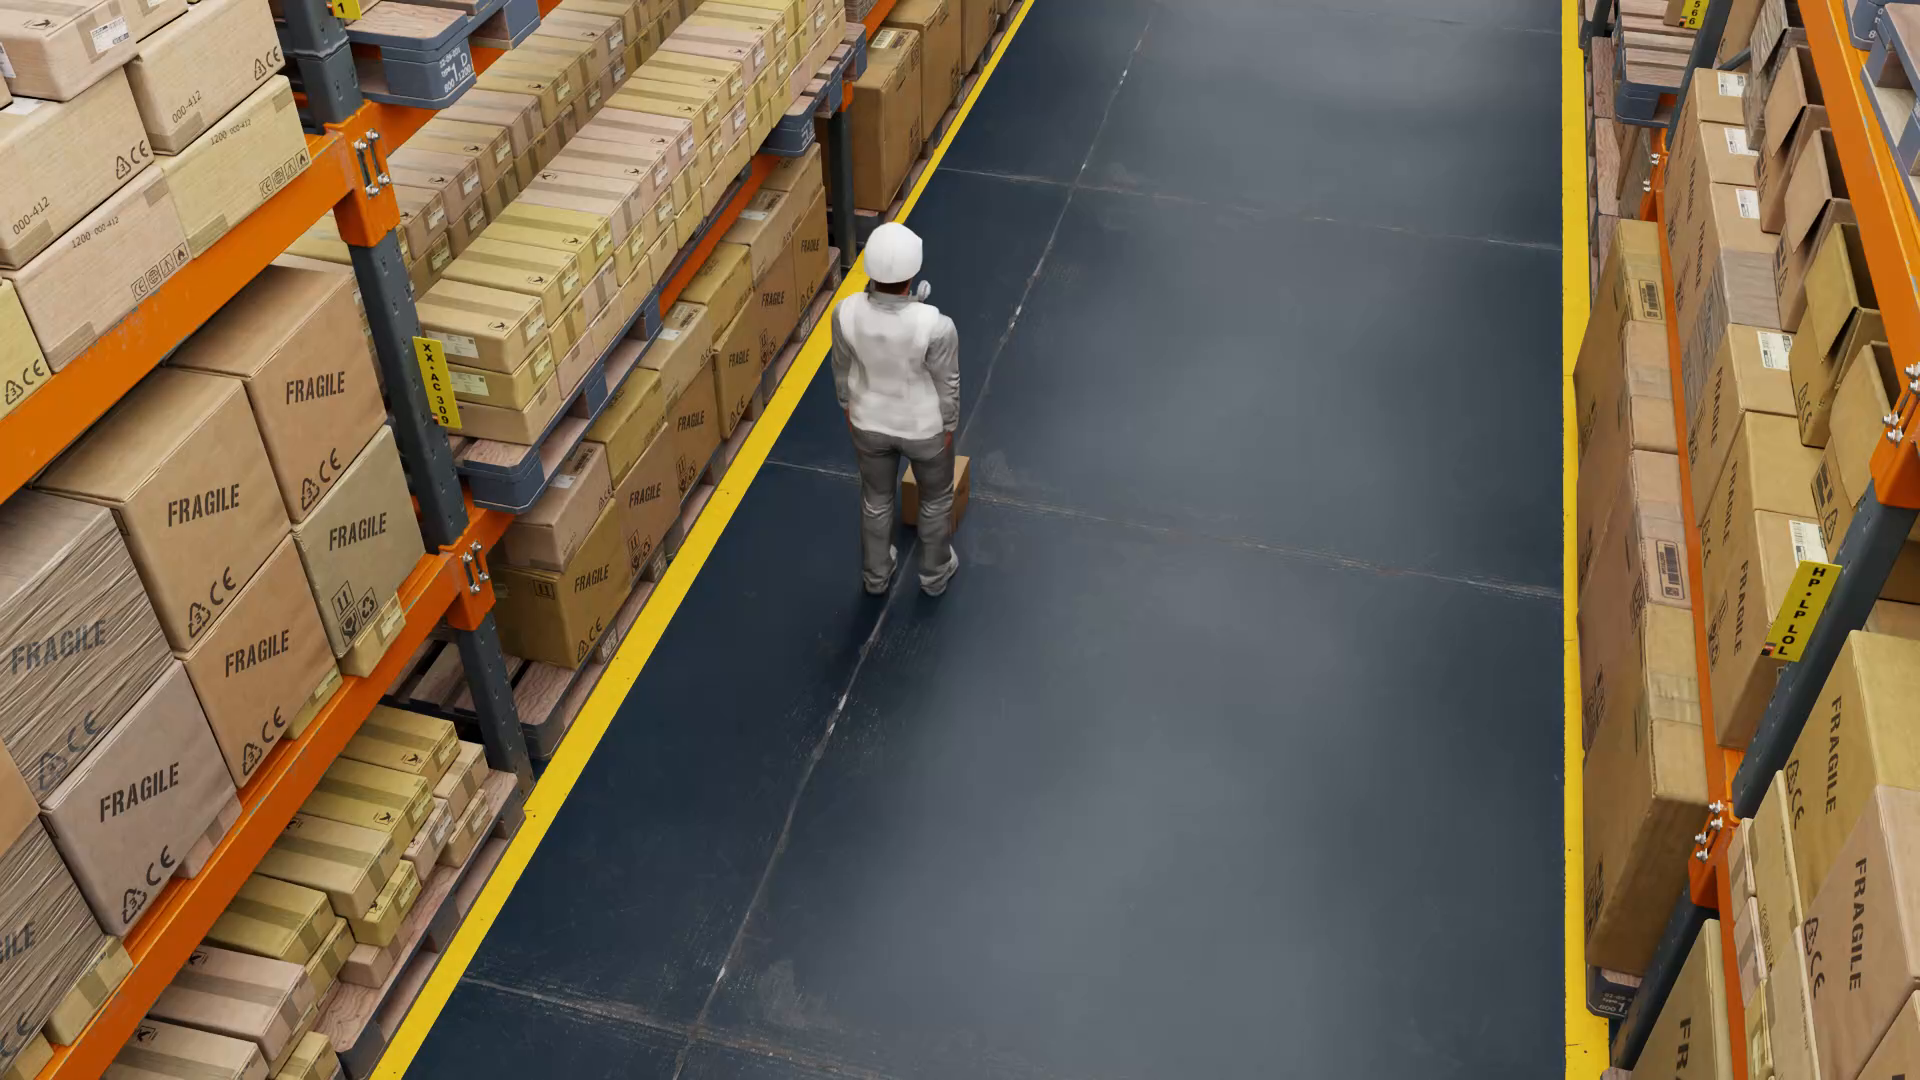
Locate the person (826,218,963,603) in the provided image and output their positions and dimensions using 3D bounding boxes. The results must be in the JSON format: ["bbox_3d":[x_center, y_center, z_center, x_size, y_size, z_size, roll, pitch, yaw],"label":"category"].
[{"bbox_3d":[-0.257,-0.489,6.754,0.560,1.718,0.476,11,42,12],"label":"person"}]
